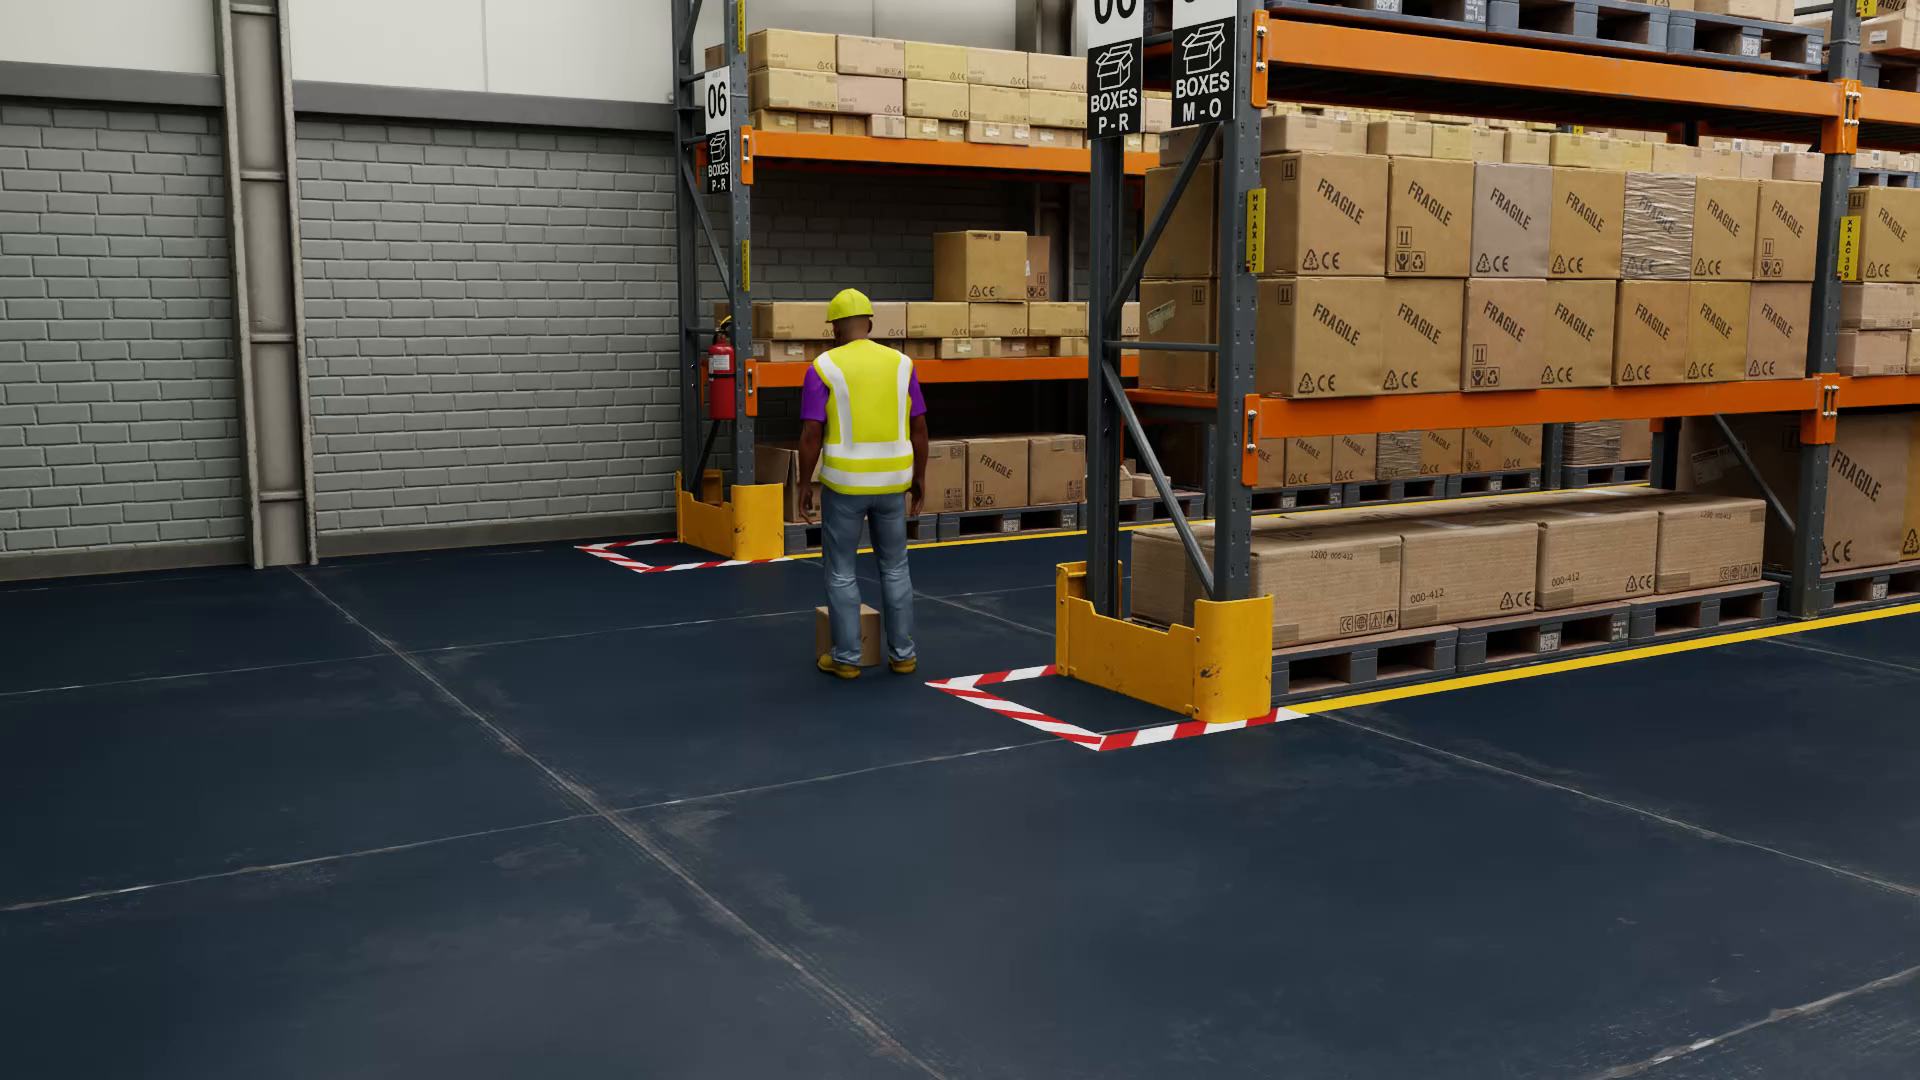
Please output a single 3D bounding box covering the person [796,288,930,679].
[{"bbox_3d":[-0.448,-0.262,7.599,0.632,1.760,0.463,-3,9,-20],"label":"person"}]
